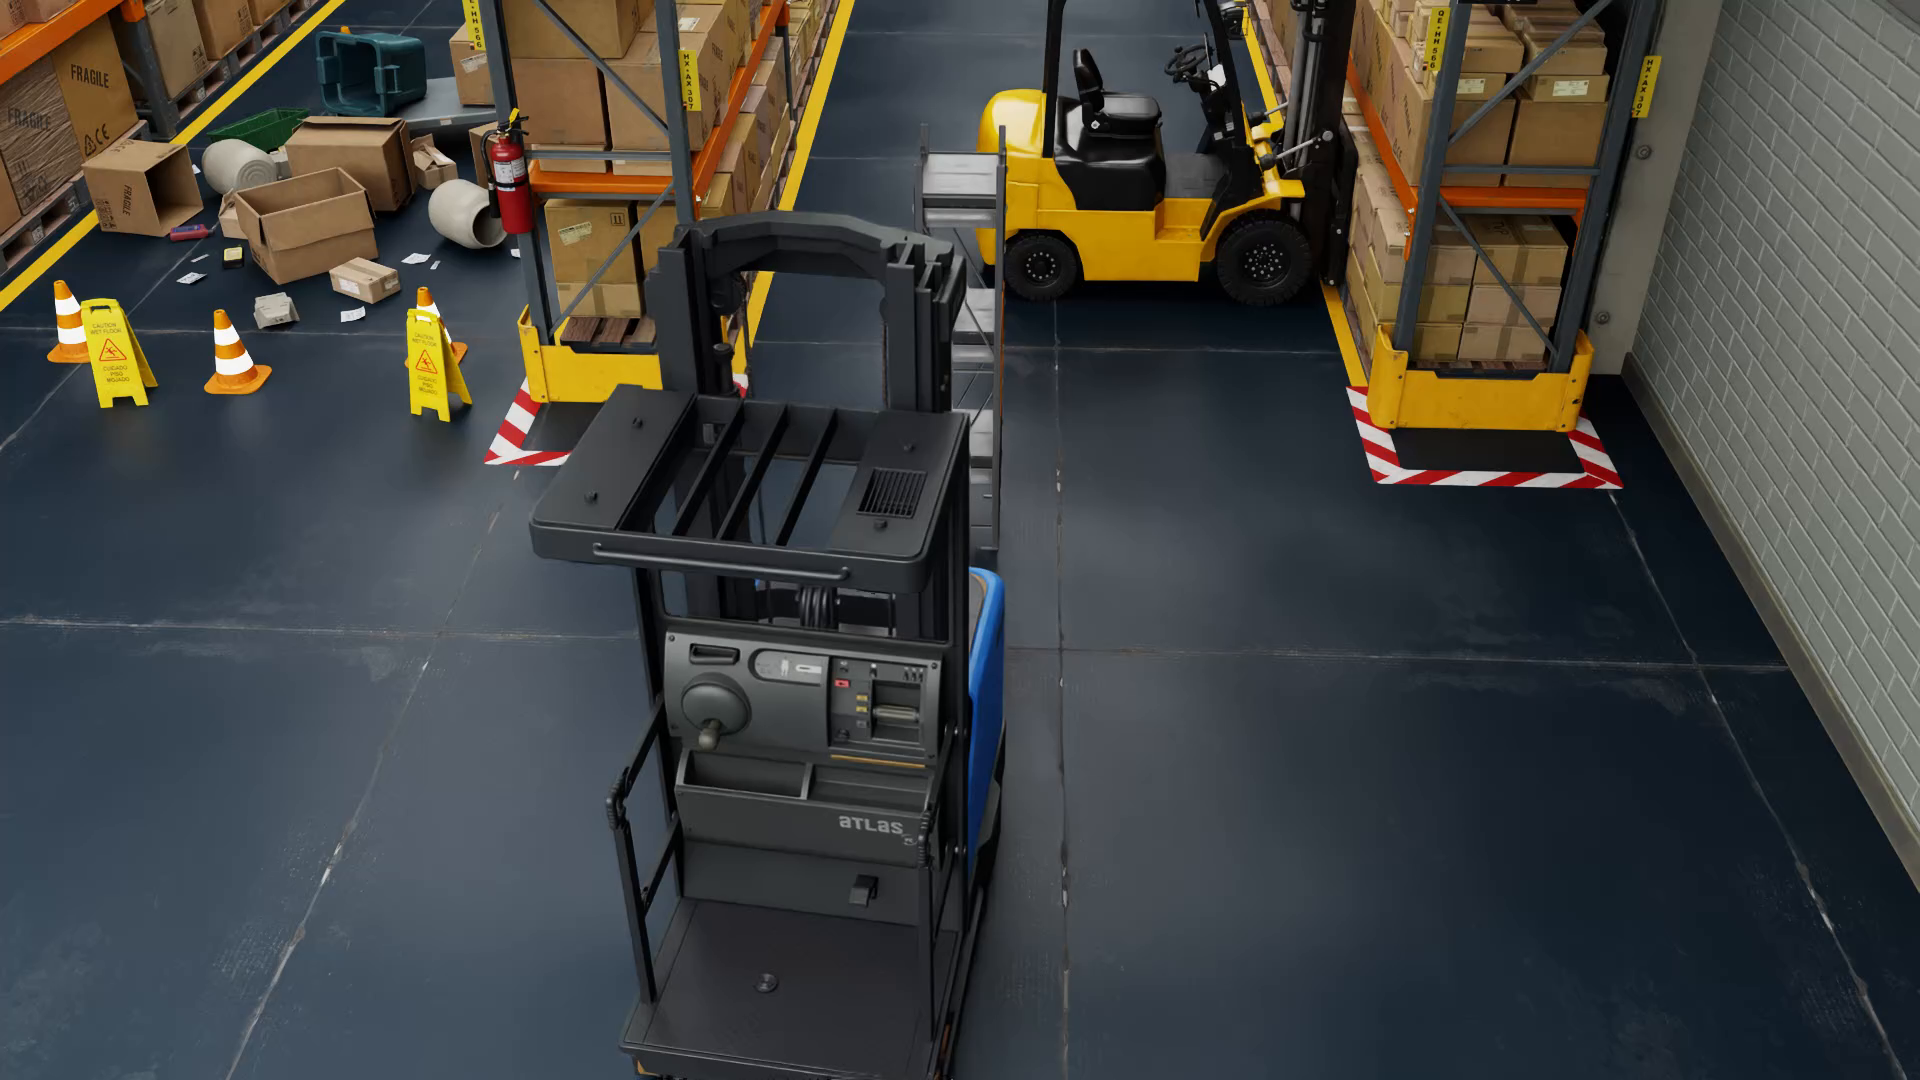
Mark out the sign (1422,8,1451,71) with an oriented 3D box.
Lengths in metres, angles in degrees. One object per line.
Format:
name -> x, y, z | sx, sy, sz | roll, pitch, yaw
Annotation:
sign -> 2.445, -2.566, 8.525 | 0.100, 0.325, 0.005 | 1, 35, 2

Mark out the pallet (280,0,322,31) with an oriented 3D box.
pallet -> -6.709, -5.147, 15.836 | 1.003, 0.211, 1.213 | 1, 35, 2

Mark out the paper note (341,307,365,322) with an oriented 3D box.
paper note -> -3.924, -1.461, 10.748 | 0.148, 0.019, 0.142 | -10, 36, -14

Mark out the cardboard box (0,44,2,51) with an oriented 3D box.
cardboard box -> -6.826, -3.360, 10.737 | 0.875, 0.550, 0.500 | 1, 35, 2

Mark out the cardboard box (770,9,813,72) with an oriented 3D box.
cardboard box -> -1.769, -4.196, 13.978 | 0.950, 0.372, 0.625 | 3, 35, 5

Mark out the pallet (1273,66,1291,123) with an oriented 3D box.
pallet -> 3.138, -3.556, 13.572 | 1.003, 0.211, 1.213 | 1, 35, 2

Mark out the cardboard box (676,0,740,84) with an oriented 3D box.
cardboard box -> -1.641, -3.106, 10.160 | 0.500, 0.500, 0.500 | 1, 35, 1

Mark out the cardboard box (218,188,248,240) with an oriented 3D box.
cardboard box -> -4.992, -2.293, 11.727 | 0.396, 0.266, 0.258 | 7, 36, 10

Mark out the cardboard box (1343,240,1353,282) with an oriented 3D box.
cardboard box -> 2.748, -1.871, 10.776 | 0.500, 0.250, 0.500 | 2, 35, 2

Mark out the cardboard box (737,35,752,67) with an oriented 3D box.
cardboard box -> -1.573, -3.212, 10.876 | 0.380, 0.149, 0.250 | 2, 35, 2

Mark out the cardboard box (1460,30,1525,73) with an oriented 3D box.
cardboard box -> 2.790, -2.613, 8.895 | 0.380, 0.149, 0.250 | 1, 35, 2

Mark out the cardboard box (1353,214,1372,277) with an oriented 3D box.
cardboard box -> 2.724, -1.801, 10.240 | 0.500, 0.250, 0.500 | 1, 35, 1

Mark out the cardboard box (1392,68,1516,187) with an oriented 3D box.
cardboard box -> 2.744, -2.304, 9.279 | 0.500, 0.500, 0.500 | 1, 35, 1

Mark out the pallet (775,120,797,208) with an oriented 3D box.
pallet -> -1.804, -2.857, 12.578 | 1.003, 0.211, 1.213 | 1, 35, 2

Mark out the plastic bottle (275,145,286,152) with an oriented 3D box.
plastic bottle -> -5.266, -3.046, 12.976 | 0.133, 0.061, 0.283 | -17, 38, -22

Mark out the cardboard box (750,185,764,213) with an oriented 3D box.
cardboard box -> -1.627, -2.198, 11.240 | 0.500, 0.250, 0.500 | 4, 35, 5

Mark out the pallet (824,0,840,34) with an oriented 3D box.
pallet -> -1.685, -5.093, 15.759 | 1.003, 0.211, 1.213 | 1, 35, 2

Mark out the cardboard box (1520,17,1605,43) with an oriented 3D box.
cardboard box -> 3.287, -2.742, 9.078 | 0.380, 0.149, 0.250 | 2, 35, 4

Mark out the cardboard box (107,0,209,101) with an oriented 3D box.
cardboard box -> -6.828, -4.051, 13.443 | 1.050, 0.750, 0.750 | 1, 35, 2

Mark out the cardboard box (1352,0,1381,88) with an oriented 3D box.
cardboard box -> 2.803, -3.185, 10.533 | 0.500, 0.500, 0.500 | 2, 35, 2

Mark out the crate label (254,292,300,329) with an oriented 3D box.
crate label -> -4.398, -1.476, 10.677 | 0.250, 0.136, 0.298 | -17, 38, -22

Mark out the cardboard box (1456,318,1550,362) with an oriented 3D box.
cardboard box -> 3.202, -1.299, 9.961 | 0.500, 0.250, 0.500 | 1, 35, 2

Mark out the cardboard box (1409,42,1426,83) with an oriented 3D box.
cardboard box -> 2.701, -2.634, 9.184 | 0.380, 0.149, 0.250 | 2, 35, 3

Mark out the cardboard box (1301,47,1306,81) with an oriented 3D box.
cardboard box -> 3.157, -3.773, 13.155 | 0.875, 0.625, 0.625 | 3, 35, 4

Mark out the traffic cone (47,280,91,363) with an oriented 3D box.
traffic cone -> -5.483, -1.378, 10.253 | 0.336, 0.463, 0.334 | 1, 35, 2

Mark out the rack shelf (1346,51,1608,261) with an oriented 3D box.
rack shelf -> 3.067, -2.829, 10.738 | 1.077, 0.370, 4.000 | 1, 35, 2

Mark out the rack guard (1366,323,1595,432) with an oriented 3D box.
rack guard -> 2.985, -0.938, 9.595 | 1.175, 0.500, 0.348 | 1, 35, 2

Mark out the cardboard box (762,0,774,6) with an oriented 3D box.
cardboard box -> -1.524, -3.947, 11.922 | 0.380, 0.149, 0.250 | 2, 35, 3

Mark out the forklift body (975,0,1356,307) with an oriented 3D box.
forklift body -> 1.240, -2.759, 10.751 | 2.313, 2.155, 1.214 | 1, 35, 2

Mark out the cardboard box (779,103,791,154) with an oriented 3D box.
cardboard box -> -1.568, -3.086, 12.504 | 0.500, 0.250, 0.500 | 3, 35, 4

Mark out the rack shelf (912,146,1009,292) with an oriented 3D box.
rack shelf -> 0.007, -1.516, 7.833 | 0.431, 0.518, 0.480 | 1, 35, 2

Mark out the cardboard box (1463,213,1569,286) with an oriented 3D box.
cardboard box -> 3.195, -1.702, 9.665 | 0.500, 0.250, 0.500 | 1, 35, 1

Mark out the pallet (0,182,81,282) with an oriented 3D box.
pallet -> -6.918, -2.163, 11.589 | 1.003, 0.211, 1.213 | 1, 35, 2

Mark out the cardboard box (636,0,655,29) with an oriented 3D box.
cardboard box -> -2.143, -3.248, 9.493 | 0.700, 0.500, 0.500 | 2, 35, 2

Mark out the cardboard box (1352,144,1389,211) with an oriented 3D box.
cardboard box -> 2.718, -2.286, 10.496 | 0.500, 0.250, 0.500 | 2, 35, 2

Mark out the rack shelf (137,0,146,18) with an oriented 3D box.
rack shelf -> -6.683, -5.296, 14.248 | 1.077, 0.370, 4.000 | 1, 35, 2

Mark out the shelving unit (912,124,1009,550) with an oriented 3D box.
shelving unit -> 0.007, -0.954, 8.227 | 0.431, 2.100, 0.503 | 1, 35, 2

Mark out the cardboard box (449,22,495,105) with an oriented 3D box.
cardboard box -> -3.593, -3.696, 12.861 | 0.500, 0.500, 0.500 | 1, 35, 2

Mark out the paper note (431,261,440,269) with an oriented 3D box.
paper note -> -3.584, -1.879, 11.361 | 0.032, 0.001, 0.123 | 1, 35, 2

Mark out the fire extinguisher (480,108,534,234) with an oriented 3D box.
fire extinguisher -> -2.439, -2.000, 9.000 | 0.296, 0.674, 0.183 | 1, 35, 2

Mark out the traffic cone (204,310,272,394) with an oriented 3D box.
traffic cone -> -4.368, -1.156, 9.938 | 0.336, 0.463, 0.334 | 1, 35, 2

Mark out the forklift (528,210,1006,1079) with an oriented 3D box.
forklift -> -0.554, 0.587, 5.311 | 1.130, 2.935, 3.031 | 5, 35, 8

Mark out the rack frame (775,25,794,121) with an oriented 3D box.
rack frame -> -1.813, -4.385, 12.326 | 1.000, 3.000, 0.127 | 1, 35, 2

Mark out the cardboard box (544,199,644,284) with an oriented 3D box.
cardboard box -> -2.202, -1.907, 10.174 | 0.500, 0.500, 0.500 | 2, 35, 2

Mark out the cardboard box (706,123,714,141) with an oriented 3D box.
cardboard box -> -1.665, -2.470, 9.821 | 0.380, 0.149, 0.250 | 0, 35, 0

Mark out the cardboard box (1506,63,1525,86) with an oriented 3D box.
cardboard box -> 3.206, -2.613, 9.154 | 0.380, 0.149, 0.250 | 1, 35, 2

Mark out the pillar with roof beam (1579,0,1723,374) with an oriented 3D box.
pillar with roof beam -> -0.387, -4.908, 7.852 | 9.100, 9.000, 0.400 | 1, 35, 2

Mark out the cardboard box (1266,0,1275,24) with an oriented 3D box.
cardboard box -> 3.251, -5.037, 14.955 | 0.875, 0.625, 0.625 | 2, 35, 3

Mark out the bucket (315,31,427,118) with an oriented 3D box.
bucket -> -4.465, -3.592, 12.724 | 0.726, 0.611, 0.620 | 13, 27, 18

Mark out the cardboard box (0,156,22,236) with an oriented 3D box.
cardboard box -> -6.929, -2.342, 10.903 | 0.875, 0.875, 0.875 | 1, 35, 1

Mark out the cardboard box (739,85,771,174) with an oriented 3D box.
cardboard box -> -1.606, -2.807, 11.455 | 0.500, 0.500, 0.500 | 3, 35, 4

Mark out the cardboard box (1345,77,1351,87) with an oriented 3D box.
cardboard box -> 2.783, -3.164, 11.746 | 0.500, 0.250, 0.500 | 1, 35, 2

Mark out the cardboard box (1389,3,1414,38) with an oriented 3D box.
cardboard box -> 2.757, -3.078, 9.816 | 0.380, 0.149, 0.250 | 0, 35, 0

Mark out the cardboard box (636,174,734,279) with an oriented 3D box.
cardboard box -> -1.664, -1.911, 10.180 | 0.500, 0.500, 0.500 | 0, 35, 0

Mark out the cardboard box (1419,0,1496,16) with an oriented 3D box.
cardboard box -> 2.837, -3.048, 9.514 | 0.380, 0.149, 0.250 | 2, 35, 2
